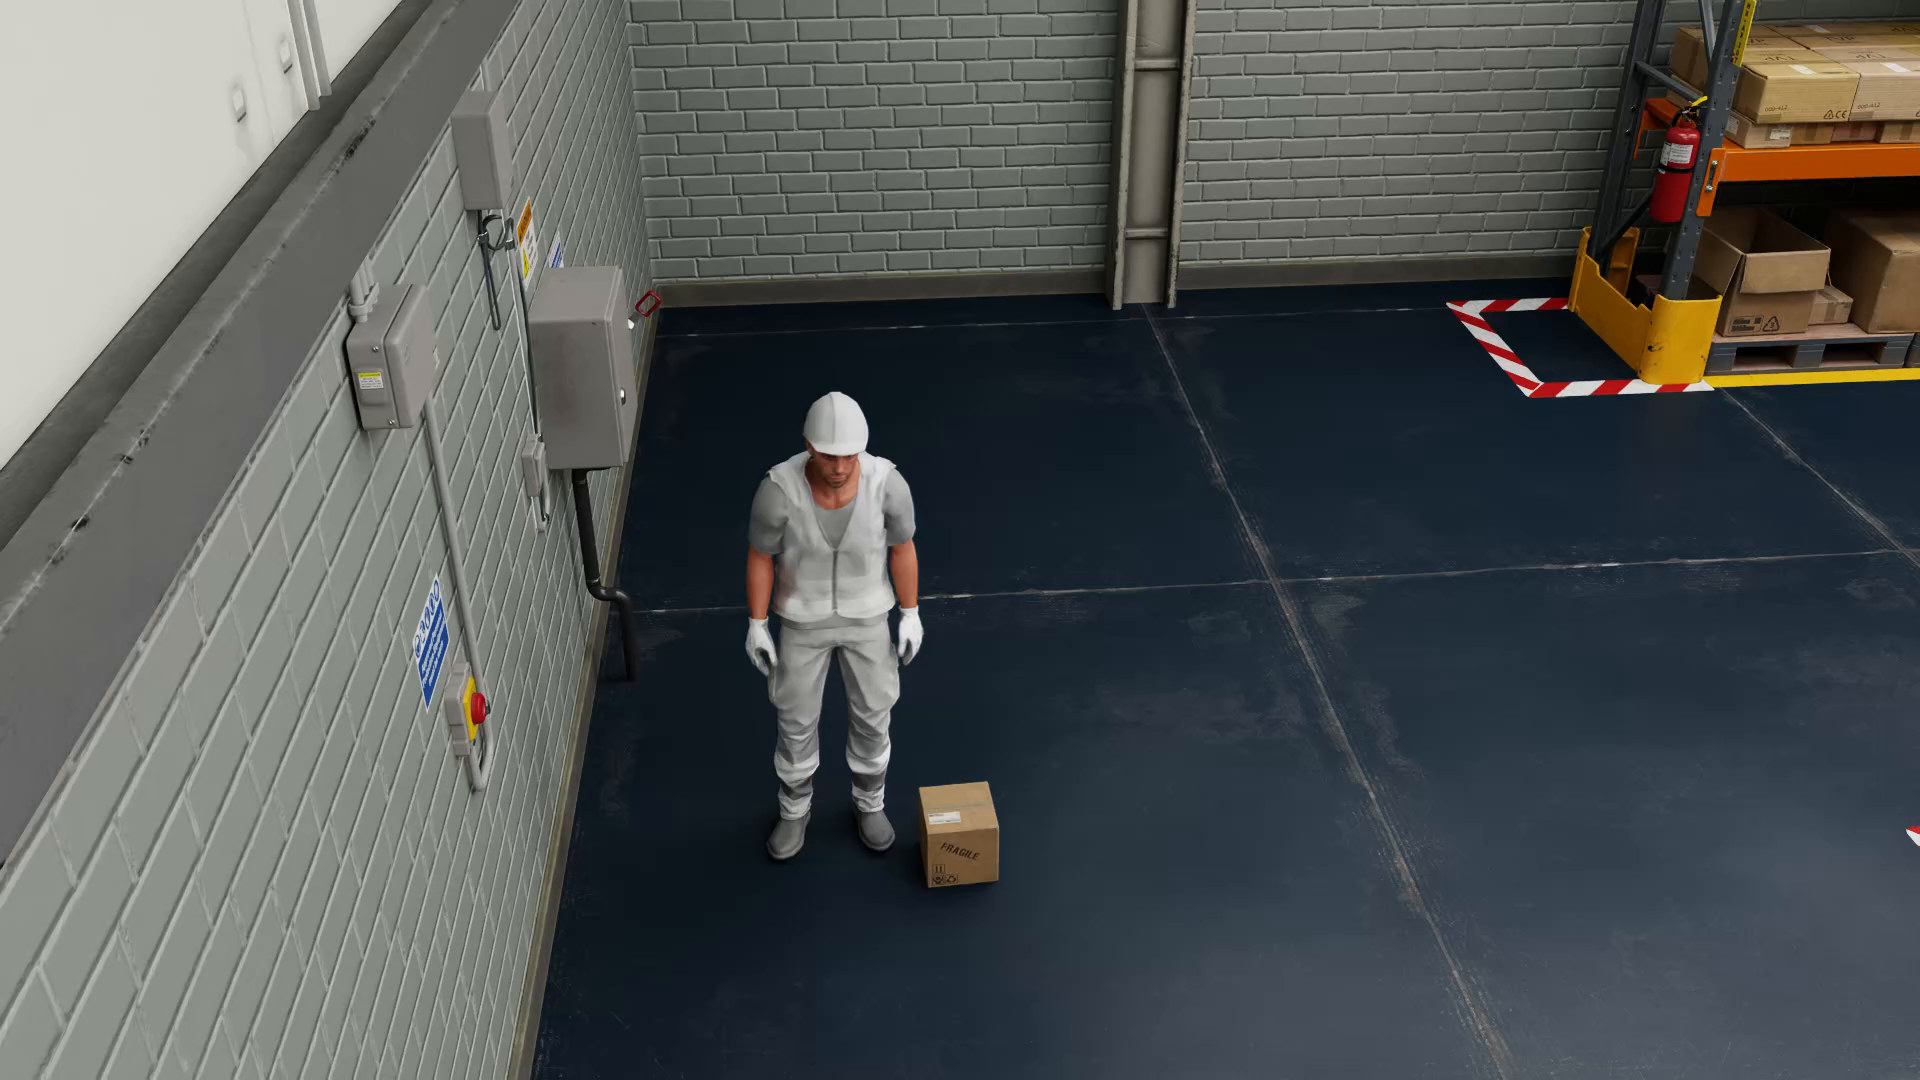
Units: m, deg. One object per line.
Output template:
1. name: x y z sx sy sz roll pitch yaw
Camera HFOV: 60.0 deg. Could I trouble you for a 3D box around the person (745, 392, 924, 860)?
1. person: -0.424 0.292 5.630 0.610 1.777 0.451 -4 31 -7
